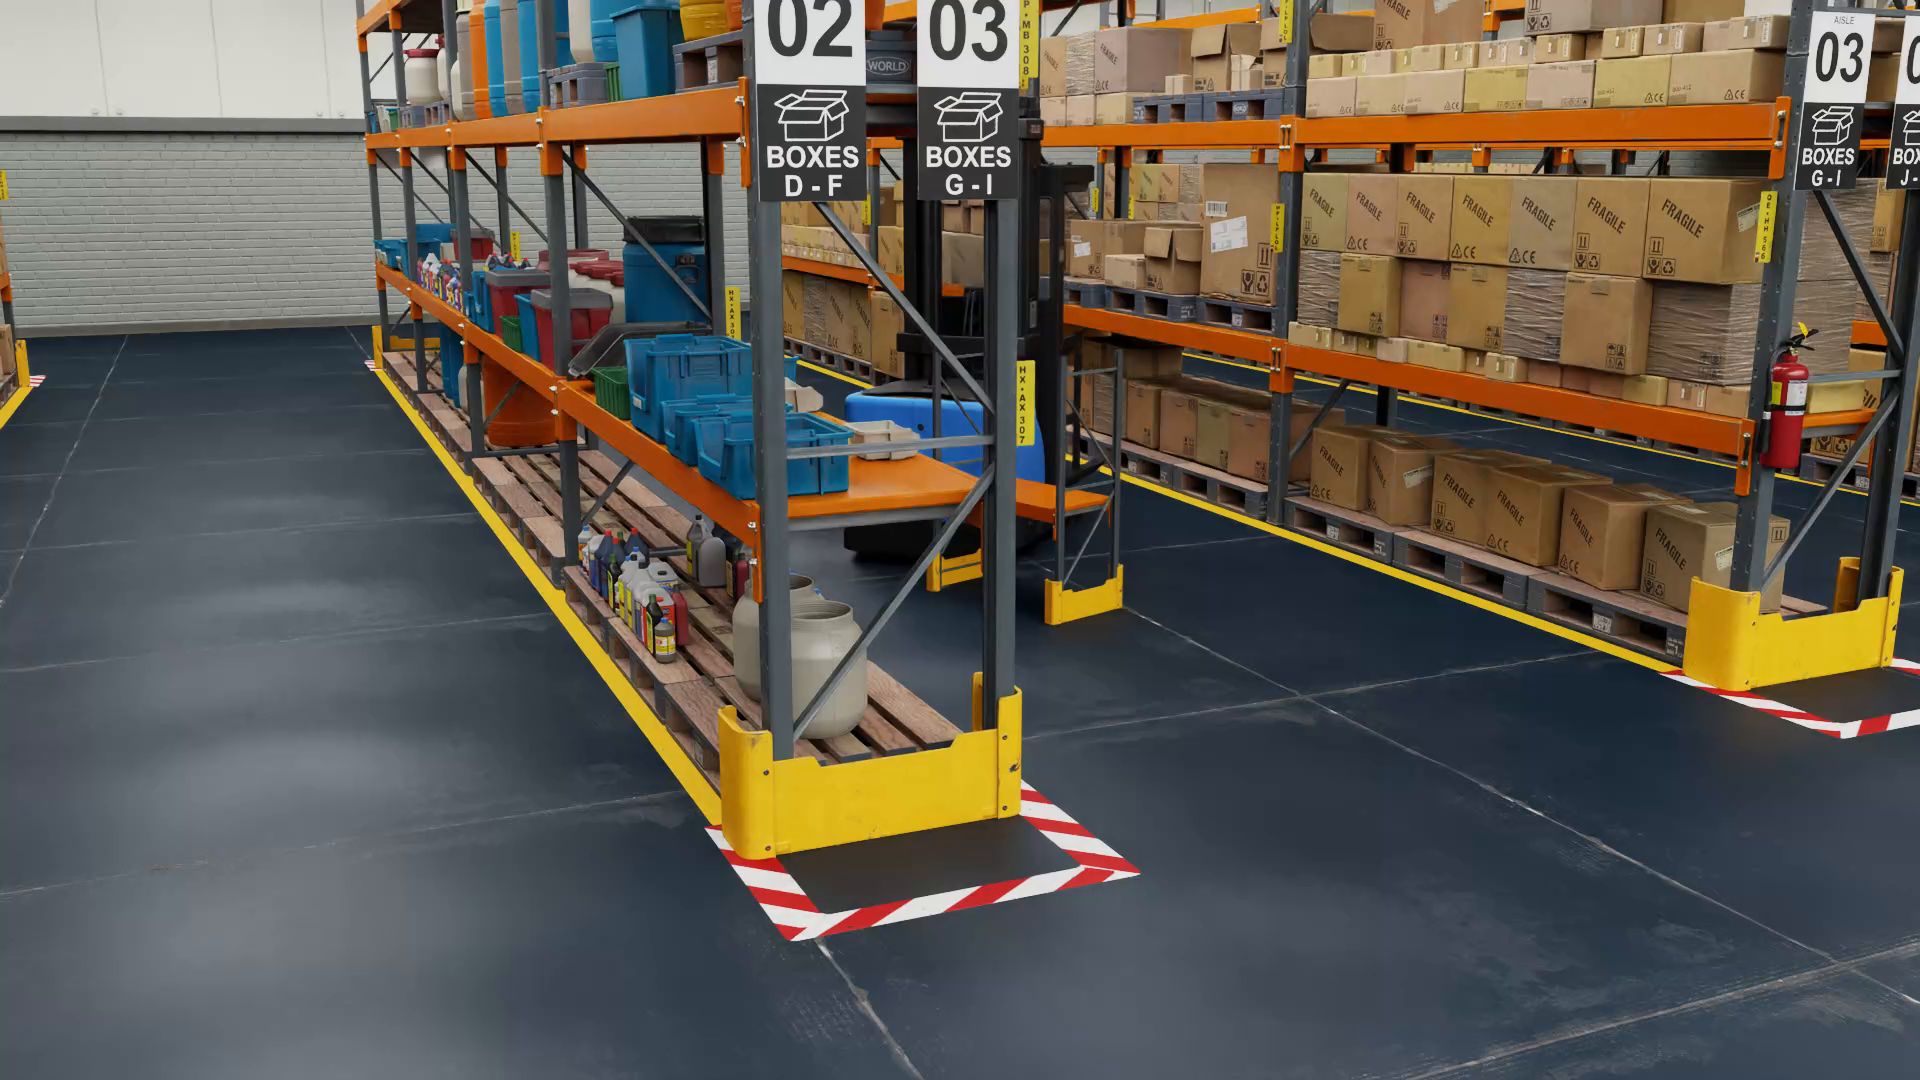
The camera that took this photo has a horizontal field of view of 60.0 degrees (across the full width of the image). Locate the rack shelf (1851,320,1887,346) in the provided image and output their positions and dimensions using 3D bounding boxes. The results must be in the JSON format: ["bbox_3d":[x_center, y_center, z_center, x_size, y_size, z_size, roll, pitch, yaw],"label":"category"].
[{"bbox_3d":[8.056,-1.276,11.826,1.077,0.370,4.000,-6,14,-23],"label":"rack shelf"}]

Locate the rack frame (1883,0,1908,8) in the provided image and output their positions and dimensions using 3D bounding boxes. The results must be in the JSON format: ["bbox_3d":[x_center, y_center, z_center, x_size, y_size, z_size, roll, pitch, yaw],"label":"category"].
[{"bbox_3d":[10.148,-6.257,18.446,1.000,3.000,0.127,-6,14,-23],"label":"rack frame"}]

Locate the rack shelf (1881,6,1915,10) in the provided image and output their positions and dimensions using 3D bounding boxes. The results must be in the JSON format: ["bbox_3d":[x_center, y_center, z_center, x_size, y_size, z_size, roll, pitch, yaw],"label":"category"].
[{"bbox_3d":[10.949,-5.298,16.787,1.077,0.370,4.000,-6,14,-23],"label":"rack shelf"}]

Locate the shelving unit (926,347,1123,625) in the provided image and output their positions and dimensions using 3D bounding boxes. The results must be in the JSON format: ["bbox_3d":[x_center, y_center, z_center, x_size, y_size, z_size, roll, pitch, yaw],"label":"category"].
[{"bbox_3d":[0.370,-0.386,9.710,0.587,1.500,1.083,-12,18,-42],"label":"shelving unit"}]

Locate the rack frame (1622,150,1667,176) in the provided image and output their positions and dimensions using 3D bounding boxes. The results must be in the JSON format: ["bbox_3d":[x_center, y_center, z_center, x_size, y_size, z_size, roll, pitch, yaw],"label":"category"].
[{"bbox_3d":[11.490,-5.436,28.205,1.000,3.000,0.127,-6,14,-23],"label":"rack frame"}]

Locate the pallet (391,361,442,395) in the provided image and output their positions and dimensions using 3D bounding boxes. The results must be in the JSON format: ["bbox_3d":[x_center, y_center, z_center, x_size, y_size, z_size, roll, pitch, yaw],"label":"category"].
[{"bbox_3d":[-5.896,-1.860,18.939,1.003,0.211,1.213,-6,14,-23],"label":"pallet"}]

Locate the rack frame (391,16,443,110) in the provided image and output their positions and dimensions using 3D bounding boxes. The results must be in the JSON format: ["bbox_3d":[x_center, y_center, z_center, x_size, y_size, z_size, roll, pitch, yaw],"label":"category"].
[{"bbox_3d":[-5.073,-5.741,16.217,1.000,3.000,0.127,-6,14,-23],"label":"rack frame"}]

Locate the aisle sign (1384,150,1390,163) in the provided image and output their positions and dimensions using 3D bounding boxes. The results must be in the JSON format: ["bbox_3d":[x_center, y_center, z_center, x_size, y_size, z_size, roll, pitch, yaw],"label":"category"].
[{"bbox_3d":[6.649,-6.242,25.922,0.394,0.787,0.004,-6,14,-23],"label":"aisle sign"}]

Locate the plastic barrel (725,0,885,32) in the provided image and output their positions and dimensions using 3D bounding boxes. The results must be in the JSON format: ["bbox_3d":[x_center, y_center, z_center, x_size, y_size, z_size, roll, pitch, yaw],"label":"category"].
[{"bbox_3d":[-0.577,-2.303,6.131,0.600,0.830,0.708,-6,14,-23],"label":"plastic barrel"}]

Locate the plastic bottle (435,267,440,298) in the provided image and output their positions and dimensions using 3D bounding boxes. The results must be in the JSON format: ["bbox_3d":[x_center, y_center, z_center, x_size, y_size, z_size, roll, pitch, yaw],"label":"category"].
[{"bbox_3d":[-4.713,-2.339,15.111,0.097,0.271,0.097,0,13,0],"label":"plastic bottle"}]

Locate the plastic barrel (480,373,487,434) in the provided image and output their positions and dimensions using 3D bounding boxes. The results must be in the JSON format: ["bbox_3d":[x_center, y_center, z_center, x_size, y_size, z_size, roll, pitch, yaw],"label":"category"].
[{"bbox_3d":[-3.990,-1.192,14.455,0.421,0.512,0.421,0,13,0],"label":"plastic barrel"}]

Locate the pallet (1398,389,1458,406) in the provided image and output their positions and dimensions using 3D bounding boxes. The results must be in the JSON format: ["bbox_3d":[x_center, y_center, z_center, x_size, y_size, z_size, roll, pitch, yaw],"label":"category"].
[{"bbox_3d":[5.341,-1.669,18.113,1.003,0.211,1.213,-6,14,-23],"label":"pallet"}]

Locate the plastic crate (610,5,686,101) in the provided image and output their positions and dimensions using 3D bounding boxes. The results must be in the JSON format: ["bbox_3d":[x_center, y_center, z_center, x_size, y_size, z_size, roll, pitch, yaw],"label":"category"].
[{"bbox_3d":[-1.306,-2.159,7.429,0.392,0.384,0.575,-6,14,-23],"label":"plastic crate"}]

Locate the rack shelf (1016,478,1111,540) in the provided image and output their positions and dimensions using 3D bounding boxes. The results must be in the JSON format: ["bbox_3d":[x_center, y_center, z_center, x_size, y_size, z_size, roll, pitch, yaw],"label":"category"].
[{"bbox_3d":[0.376,-0.209,9.745,0.538,0.185,1.000,-12,18,-42],"label":"rack shelf"}]

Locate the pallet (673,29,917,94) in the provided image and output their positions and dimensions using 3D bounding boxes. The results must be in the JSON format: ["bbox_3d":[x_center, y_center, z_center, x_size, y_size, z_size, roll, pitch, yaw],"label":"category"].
[{"bbox_3d":[-0.508,-1.888,6.641,1.003,0.211,1.213,-6,14,-23],"label":"pallet"}]

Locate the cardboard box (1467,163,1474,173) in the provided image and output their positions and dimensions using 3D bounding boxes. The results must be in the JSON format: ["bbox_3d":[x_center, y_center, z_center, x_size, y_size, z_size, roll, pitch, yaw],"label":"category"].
[{"bbox_3d":[7.564,-5.366,24.026,0.380,0.149,0.250,-6,14,-23],"label":"cardboard box"}]

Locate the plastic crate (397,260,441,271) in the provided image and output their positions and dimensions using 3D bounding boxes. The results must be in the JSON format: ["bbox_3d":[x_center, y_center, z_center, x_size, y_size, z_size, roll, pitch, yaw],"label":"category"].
[{"bbox_3d":[-5.768,-2.920,17.812,0.437,0.125,0.590,-6,14,-23],"label":"plastic crate"}]

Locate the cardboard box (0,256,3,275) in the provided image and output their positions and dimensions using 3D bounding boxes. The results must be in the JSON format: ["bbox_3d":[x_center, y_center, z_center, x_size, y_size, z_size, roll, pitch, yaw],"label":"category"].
[{"bbox_3d":[-10.576,-3.072,17.767,0.500,0.500,0.500,-5,14,-22],"label":"cardboard box"}]

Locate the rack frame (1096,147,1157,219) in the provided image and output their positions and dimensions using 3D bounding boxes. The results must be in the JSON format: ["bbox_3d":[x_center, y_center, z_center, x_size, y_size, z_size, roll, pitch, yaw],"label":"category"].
[{"bbox_3d":[2.448,-4.519,24.242,1.000,3.000,0.127,-6,14,-23],"label":"rack frame"}]

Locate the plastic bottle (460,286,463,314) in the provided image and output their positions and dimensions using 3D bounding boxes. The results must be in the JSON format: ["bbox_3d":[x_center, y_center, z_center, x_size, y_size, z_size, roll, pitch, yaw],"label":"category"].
[{"bbox_3d":[-4.024,-1.980,13.530,0.061,0.283,0.133,-6,14,-23],"label":"plastic bottle"}]

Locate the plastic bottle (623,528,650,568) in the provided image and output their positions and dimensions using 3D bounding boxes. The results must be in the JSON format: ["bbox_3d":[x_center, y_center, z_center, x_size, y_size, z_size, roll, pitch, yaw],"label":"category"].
[{"bbox_3d":[-1.793,0.102,9.175,0.144,0.351,0.185,-6,14,-23],"label":"plastic bottle"}]

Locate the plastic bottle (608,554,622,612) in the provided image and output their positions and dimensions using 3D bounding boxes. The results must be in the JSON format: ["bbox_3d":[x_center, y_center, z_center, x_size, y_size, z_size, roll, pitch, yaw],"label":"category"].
[{"bbox_3d":[-1.822,0.225,8.794,0.061,0.283,0.133,-5,14,-20],"label":"plastic bottle"}]

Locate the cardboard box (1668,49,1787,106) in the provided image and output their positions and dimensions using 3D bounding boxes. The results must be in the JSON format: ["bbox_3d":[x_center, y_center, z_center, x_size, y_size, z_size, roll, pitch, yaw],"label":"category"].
[{"bbox_3d":[3.846,-2.251,8.124,0.500,0.250,0.500,-5,14,-22],"label":"cardboard box"}]

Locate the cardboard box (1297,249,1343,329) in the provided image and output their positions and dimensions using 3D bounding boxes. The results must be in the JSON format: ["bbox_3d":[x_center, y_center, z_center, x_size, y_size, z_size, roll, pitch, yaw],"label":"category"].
[{"bbox_3d":[2.793,-1.708,11.214,0.875,0.500,0.500,-6,14,-23],"label":"cardboard box"}]

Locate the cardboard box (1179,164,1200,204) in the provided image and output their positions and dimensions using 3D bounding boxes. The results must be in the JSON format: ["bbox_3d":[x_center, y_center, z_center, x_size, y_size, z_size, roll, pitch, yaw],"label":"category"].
[{"bbox_3d":[3.210,-4.659,21.750,0.500,0.500,0.500,-5,14,-21],"label":"cardboard box"}]

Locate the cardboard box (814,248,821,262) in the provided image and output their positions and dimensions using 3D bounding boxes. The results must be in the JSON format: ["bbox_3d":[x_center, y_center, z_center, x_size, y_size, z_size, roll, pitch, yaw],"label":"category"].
[{"bbox_3d":[-1.573,-3.494,20.373,0.380,0.149,0.250,-5,14,-22],"label":"cardboard box"}]

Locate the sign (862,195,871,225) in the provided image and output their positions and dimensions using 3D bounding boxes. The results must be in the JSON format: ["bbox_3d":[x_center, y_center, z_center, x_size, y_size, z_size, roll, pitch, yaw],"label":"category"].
[{"bbox_3d":[-1.043,-3.675,18.502,0.100,0.325,0.005,-6,14,-23],"label":"sign"}]

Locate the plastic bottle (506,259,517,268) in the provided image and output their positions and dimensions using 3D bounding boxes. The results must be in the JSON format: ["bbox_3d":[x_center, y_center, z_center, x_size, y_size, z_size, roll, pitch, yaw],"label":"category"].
[{"bbox_3d":[-4.049,-2.364,15.043,0.144,0.351,0.185,-6,14,-23],"label":"plastic bottle"}]

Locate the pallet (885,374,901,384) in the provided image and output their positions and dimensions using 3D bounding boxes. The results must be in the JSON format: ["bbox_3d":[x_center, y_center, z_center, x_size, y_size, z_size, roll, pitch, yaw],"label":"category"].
[{"bbox_3d":[-0.157,-1.754,18.481,1.003,0.211,1.213,-6,14,-23],"label":"pallet"}]

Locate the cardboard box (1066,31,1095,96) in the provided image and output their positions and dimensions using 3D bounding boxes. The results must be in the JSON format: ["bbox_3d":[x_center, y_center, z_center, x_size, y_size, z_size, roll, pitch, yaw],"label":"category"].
[{"bbox_3d":[1.220,-3.967,13.875,0.500,0.500,0.500,-6,14,-23],"label":"cardboard box"}]

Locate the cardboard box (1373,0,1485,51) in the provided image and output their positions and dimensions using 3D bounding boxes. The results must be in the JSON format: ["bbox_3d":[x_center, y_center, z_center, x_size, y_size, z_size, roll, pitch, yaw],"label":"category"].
[{"bbox_3d":[3.084,-3.441,10.943,0.500,0.500,0.500,-6,14,-25],"label":"cardboard box"}]

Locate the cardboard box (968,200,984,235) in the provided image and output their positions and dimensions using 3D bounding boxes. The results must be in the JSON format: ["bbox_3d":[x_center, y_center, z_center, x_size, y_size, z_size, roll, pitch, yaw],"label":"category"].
[{"bbox_3d":[0.531,-3.264,16.373,0.797,0.503,0.637,-5,14,-22],"label":"cardboard box"}]

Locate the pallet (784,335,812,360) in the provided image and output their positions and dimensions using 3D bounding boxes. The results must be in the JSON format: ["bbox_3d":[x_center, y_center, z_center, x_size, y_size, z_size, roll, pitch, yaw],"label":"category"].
[{"bbox_3d":[-1.745,-2.575,22.028,1.003,0.211,1.213,-6,14,-23],"label":"pallet"}]

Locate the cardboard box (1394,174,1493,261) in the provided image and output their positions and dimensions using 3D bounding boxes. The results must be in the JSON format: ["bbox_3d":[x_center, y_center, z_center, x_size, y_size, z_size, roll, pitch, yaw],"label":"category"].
[{"bbox_3d":[3.019,-1.971,10.134,0.500,0.500,0.500,-6,14,-23],"label":"cardboard box"}]

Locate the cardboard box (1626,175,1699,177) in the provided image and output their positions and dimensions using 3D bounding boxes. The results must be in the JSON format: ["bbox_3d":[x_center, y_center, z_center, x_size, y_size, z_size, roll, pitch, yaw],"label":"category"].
[{"bbox_3d":[3.906,-1.812,9.449,0.500,0.500,0.500,-6,14,-23],"label":"cardboard box"}]

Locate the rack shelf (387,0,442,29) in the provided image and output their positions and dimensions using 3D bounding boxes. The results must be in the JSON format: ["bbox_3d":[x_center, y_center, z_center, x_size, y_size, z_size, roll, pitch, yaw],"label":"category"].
[{"bbox_3d":[-4.272,-4.782,14.557,1.077,0.370,4.000,-6,14,-23],"label":"rack shelf"}]

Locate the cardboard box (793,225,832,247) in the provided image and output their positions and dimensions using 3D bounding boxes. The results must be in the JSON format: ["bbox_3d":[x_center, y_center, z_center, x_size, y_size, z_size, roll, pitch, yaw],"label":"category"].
[{"bbox_3d":[-1.780,-3.829,20.935,0.500,0.250,0.500,-6,14,-25],"label":"cardboard box"}]

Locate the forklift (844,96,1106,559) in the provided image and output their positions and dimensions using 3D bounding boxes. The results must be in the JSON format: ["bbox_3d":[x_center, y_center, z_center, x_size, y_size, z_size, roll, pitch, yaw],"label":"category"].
[{"bbox_3d":[0.279,-1.570,11.653,1.130,2.935,3.031,5,14,22],"label":"forklift"}]

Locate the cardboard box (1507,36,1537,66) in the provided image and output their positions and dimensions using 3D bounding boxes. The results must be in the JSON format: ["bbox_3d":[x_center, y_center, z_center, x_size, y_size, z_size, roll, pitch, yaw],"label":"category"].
[{"bbox_3d":[3.293,-2.728,9.301,0.380,0.149,0.250,-6,15,-26],"label":"cardboard box"}]

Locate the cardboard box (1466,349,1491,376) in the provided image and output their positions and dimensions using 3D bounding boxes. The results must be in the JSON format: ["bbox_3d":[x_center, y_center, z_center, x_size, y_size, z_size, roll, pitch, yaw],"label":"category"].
[{"bbox_3d":[3.235,-1.062,9.864,0.380,0.149,0.250,-6,14,-23],"label":"cardboard box"}]

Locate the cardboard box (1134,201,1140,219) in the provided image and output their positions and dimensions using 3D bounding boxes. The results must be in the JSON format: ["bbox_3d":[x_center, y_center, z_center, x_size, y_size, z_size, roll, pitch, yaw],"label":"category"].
[{"bbox_3d":[2.612,-4.486,23.221,0.500,0.500,0.500,-6,14,-23],"label":"cardboard box"}]

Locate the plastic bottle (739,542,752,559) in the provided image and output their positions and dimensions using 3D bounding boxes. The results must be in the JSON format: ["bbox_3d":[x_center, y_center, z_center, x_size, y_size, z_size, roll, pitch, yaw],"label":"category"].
[{"bbox_3d":[-1.140,0.124,9.079,0.144,0.351,0.185,-6,14,-23],"label":"plastic bottle"}]

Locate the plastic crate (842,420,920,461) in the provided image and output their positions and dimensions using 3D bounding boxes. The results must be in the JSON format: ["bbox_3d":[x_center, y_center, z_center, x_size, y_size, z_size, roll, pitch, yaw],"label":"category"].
[{"bbox_3d":[-0.330,-0.424,7.135,0.298,0.136,0.250,-6,14,-23],"label":"plastic crate"}]

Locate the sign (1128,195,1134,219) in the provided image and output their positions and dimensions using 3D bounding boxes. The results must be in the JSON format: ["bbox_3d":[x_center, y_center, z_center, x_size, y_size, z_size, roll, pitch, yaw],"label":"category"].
[{"bbox_3d":[1.561,-3.015,15.354,0.100,0.325,0.005,-6,14,-23],"label":"sign"}]

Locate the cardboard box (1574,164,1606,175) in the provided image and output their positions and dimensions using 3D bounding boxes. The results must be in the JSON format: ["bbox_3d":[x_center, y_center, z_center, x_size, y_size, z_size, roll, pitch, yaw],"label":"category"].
[{"bbox_3d":[8.657,-5.101,22.879,0.380,0.149,0.250,-6,14,-24],"label":"cardboard box"}]

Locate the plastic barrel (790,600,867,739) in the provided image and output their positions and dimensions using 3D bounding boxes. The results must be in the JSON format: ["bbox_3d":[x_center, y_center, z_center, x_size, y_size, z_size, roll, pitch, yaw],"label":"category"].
[{"bbox_3d":[-0.600,0.540,6.972,0.421,0.512,0.421,0,13,0],"label":"plastic barrel"}]

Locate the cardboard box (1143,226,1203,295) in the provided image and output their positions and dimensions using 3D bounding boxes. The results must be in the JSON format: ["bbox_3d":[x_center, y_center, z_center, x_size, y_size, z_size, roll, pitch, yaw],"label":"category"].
[{"bbox_3d":[1.891,-2.217,13.137,0.797,0.503,0.637,-4,14,-17],"label":"cardboard box"}]

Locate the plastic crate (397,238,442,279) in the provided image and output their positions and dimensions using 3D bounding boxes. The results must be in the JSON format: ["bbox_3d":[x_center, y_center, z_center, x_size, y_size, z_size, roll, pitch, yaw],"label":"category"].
[{"bbox_3d":[-5.573,-2.905,17.172,0.392,0.384,0.575,-6,14,-23],"label":"plastic crate"}]

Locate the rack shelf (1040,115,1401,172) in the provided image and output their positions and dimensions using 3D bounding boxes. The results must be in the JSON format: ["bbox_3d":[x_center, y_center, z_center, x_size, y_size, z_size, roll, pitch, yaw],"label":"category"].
[{"bbox_3d":[1.869,-3.137,13.213,1.077,0.370,4.000,-6,14,-23],"label":"rack shelf"}]

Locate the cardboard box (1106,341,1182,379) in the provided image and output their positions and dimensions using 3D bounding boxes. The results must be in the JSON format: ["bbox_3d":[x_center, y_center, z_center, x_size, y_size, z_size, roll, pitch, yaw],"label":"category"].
[{"bbox_3d":[1.585,-1.556,14.347,0.500,0.250,0.500,-4,14,-17],"label":"cardboard box"}]

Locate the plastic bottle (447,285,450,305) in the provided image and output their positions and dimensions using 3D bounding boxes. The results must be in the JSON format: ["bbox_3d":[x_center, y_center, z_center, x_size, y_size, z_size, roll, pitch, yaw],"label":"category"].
[{"bbox_3d":[-4.380,-2.134,14.377,0.097,0.201,0.097,0,13,0],"label":"plastic bottle"}]

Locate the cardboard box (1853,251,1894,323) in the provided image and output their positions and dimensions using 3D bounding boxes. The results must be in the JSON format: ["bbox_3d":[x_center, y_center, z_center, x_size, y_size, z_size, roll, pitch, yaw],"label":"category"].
[{"bbox_3d":[7.414,-2.038,13.189,0.875,0.550,0.550,-6,14,-23],"label":"cardboard box"}]

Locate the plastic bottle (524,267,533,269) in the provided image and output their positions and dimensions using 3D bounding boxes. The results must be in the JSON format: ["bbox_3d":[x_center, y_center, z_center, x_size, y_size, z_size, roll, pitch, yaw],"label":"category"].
[{"bbox_3d":[-3.903,-2.336,15.087,0.152,0.276,0.135,-6,14,-23],"label":"plastic bottle"}]

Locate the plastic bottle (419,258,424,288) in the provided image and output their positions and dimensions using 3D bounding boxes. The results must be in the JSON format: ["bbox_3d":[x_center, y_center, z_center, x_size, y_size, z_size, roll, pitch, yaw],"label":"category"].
[{"bbox_3d":[-5.264,-2.619,16.293,0.061,0.283,0.133,-6,14,-23],"label":"plastic bottle"}]
